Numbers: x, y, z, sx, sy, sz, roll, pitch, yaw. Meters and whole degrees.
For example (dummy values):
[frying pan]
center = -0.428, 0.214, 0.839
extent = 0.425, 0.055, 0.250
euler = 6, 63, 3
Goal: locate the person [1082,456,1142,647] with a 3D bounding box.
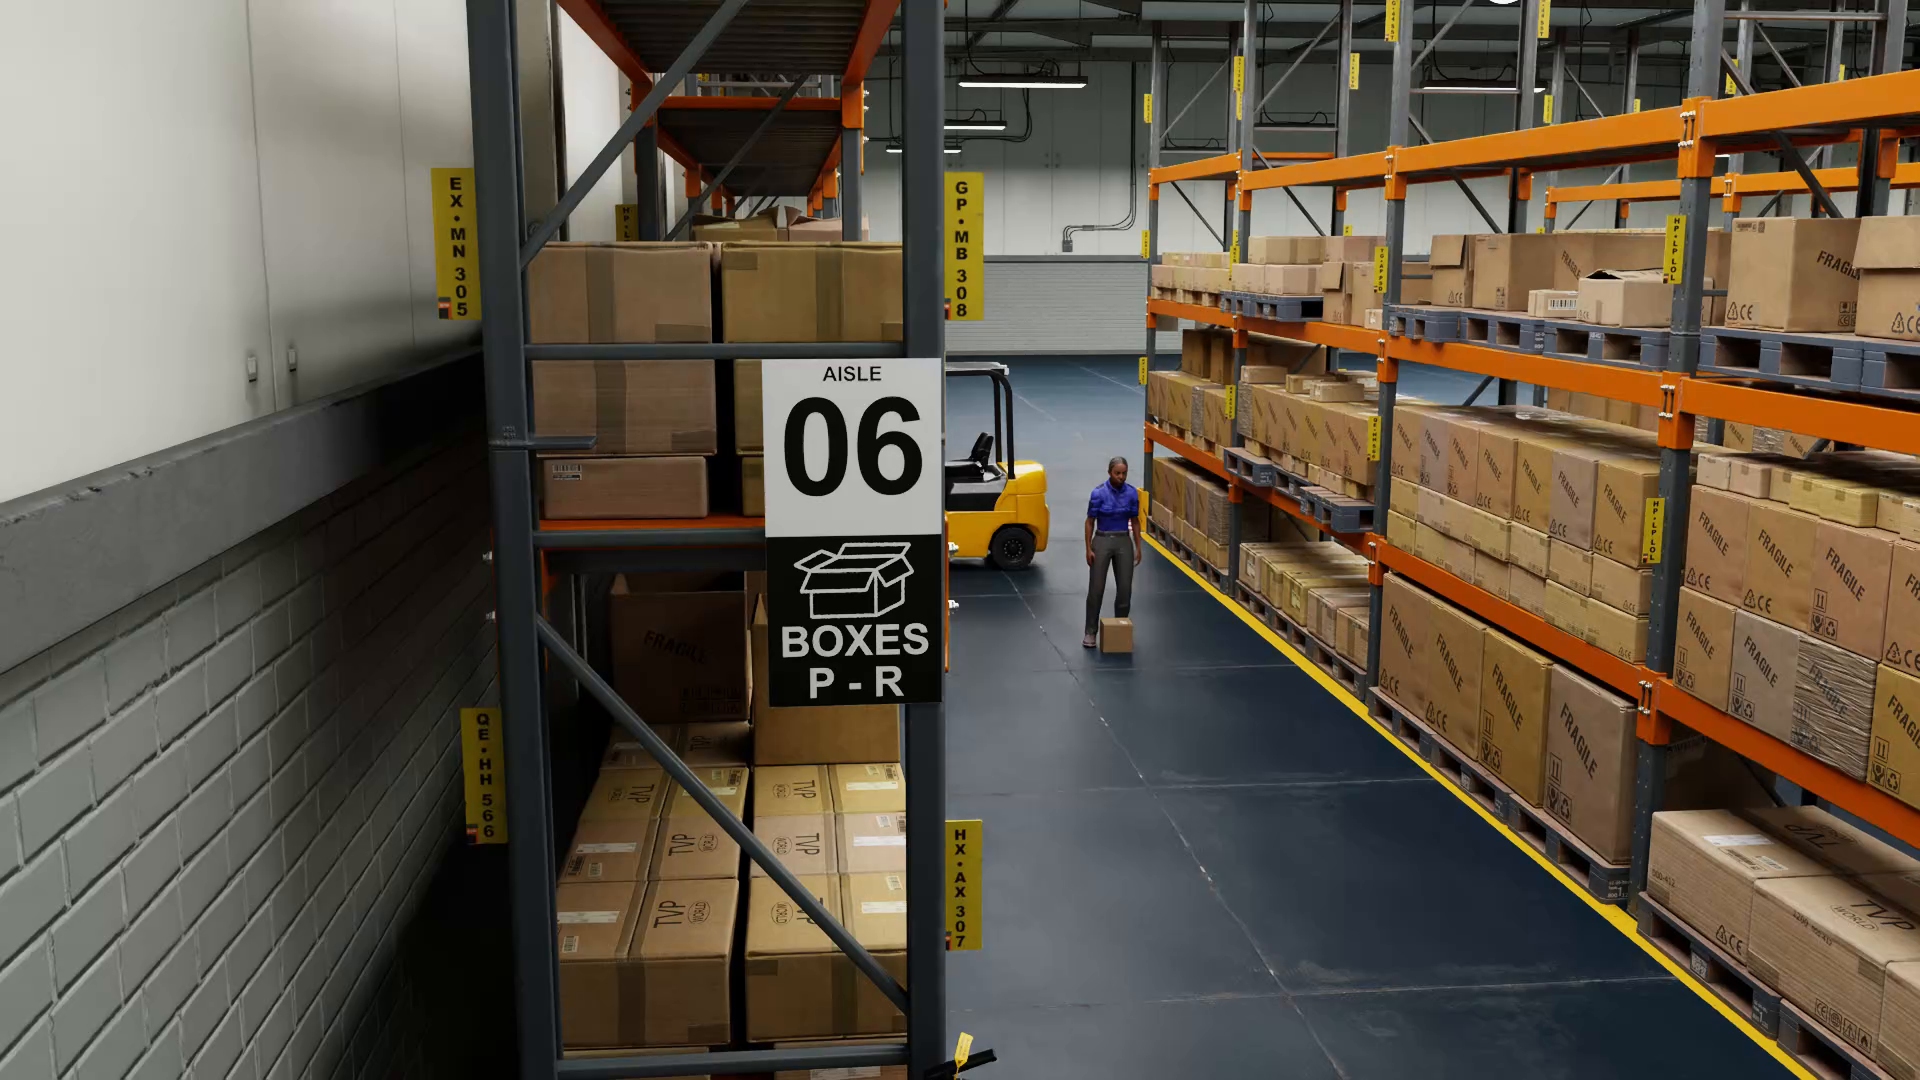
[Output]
[person]
center = 1.316, 0.088, 14.423
extent = 0.531, 1.656, 0.346
euler = -2, 10, -9
